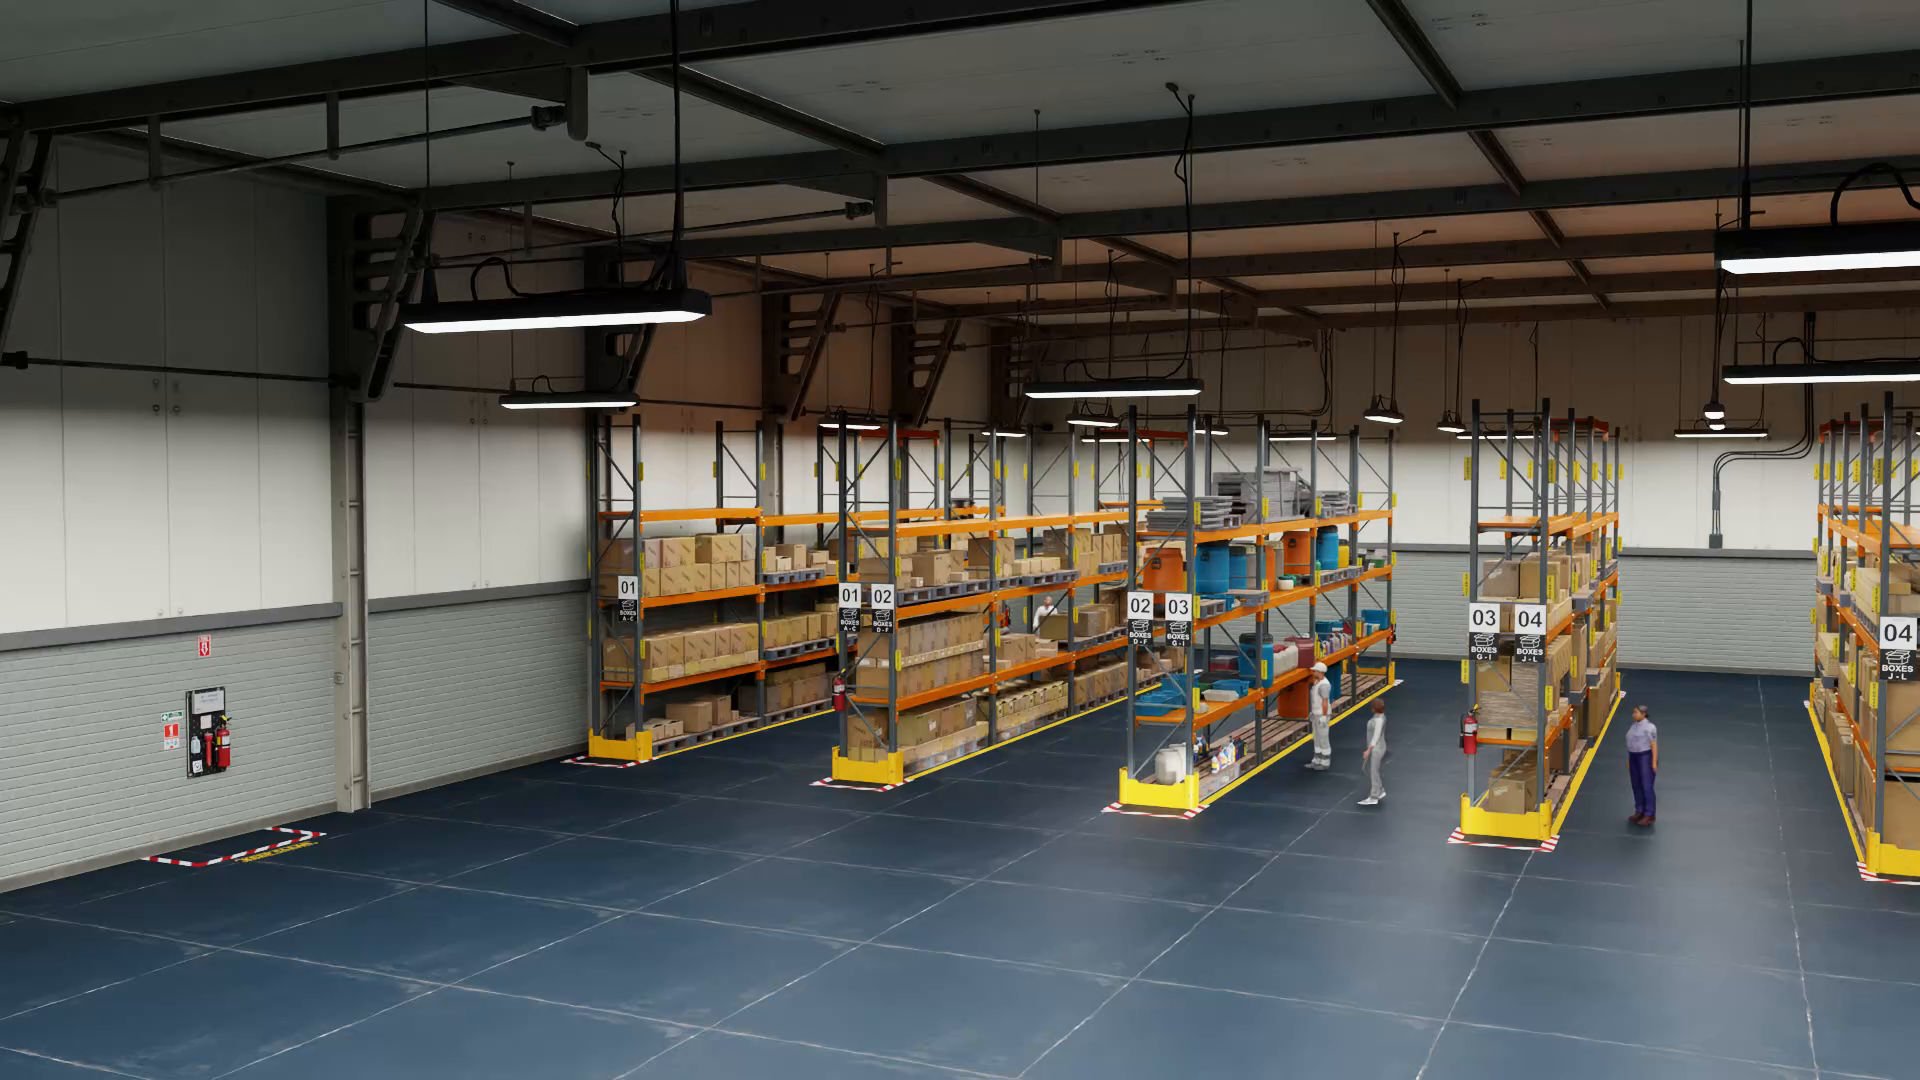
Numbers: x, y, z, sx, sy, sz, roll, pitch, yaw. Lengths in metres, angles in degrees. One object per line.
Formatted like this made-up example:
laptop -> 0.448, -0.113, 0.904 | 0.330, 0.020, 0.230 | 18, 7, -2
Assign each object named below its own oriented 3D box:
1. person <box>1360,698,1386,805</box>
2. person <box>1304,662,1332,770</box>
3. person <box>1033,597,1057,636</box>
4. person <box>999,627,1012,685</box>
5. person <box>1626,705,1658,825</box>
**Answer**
person -> 6.221, 3.178, 25.022 | 0.419, 1.609, 0.488 | 0, 2, 3
person -> 6.004, 2.947, 27.856 | 0.417, 1.798, 0.555 | 0, 2, -3
person -> 2.252, 2.335, 43.479 | 0.690, 1.695, 1.143 | 0, 2, 3
person -> 0.996, 2.746, 36.156 | 0.568, 1.729, 0.628 | 0, 2, -10
person -> 9.750, 3.199, 23.813 | 0.434, 1.662, 0.611 | -1, 2, -14
